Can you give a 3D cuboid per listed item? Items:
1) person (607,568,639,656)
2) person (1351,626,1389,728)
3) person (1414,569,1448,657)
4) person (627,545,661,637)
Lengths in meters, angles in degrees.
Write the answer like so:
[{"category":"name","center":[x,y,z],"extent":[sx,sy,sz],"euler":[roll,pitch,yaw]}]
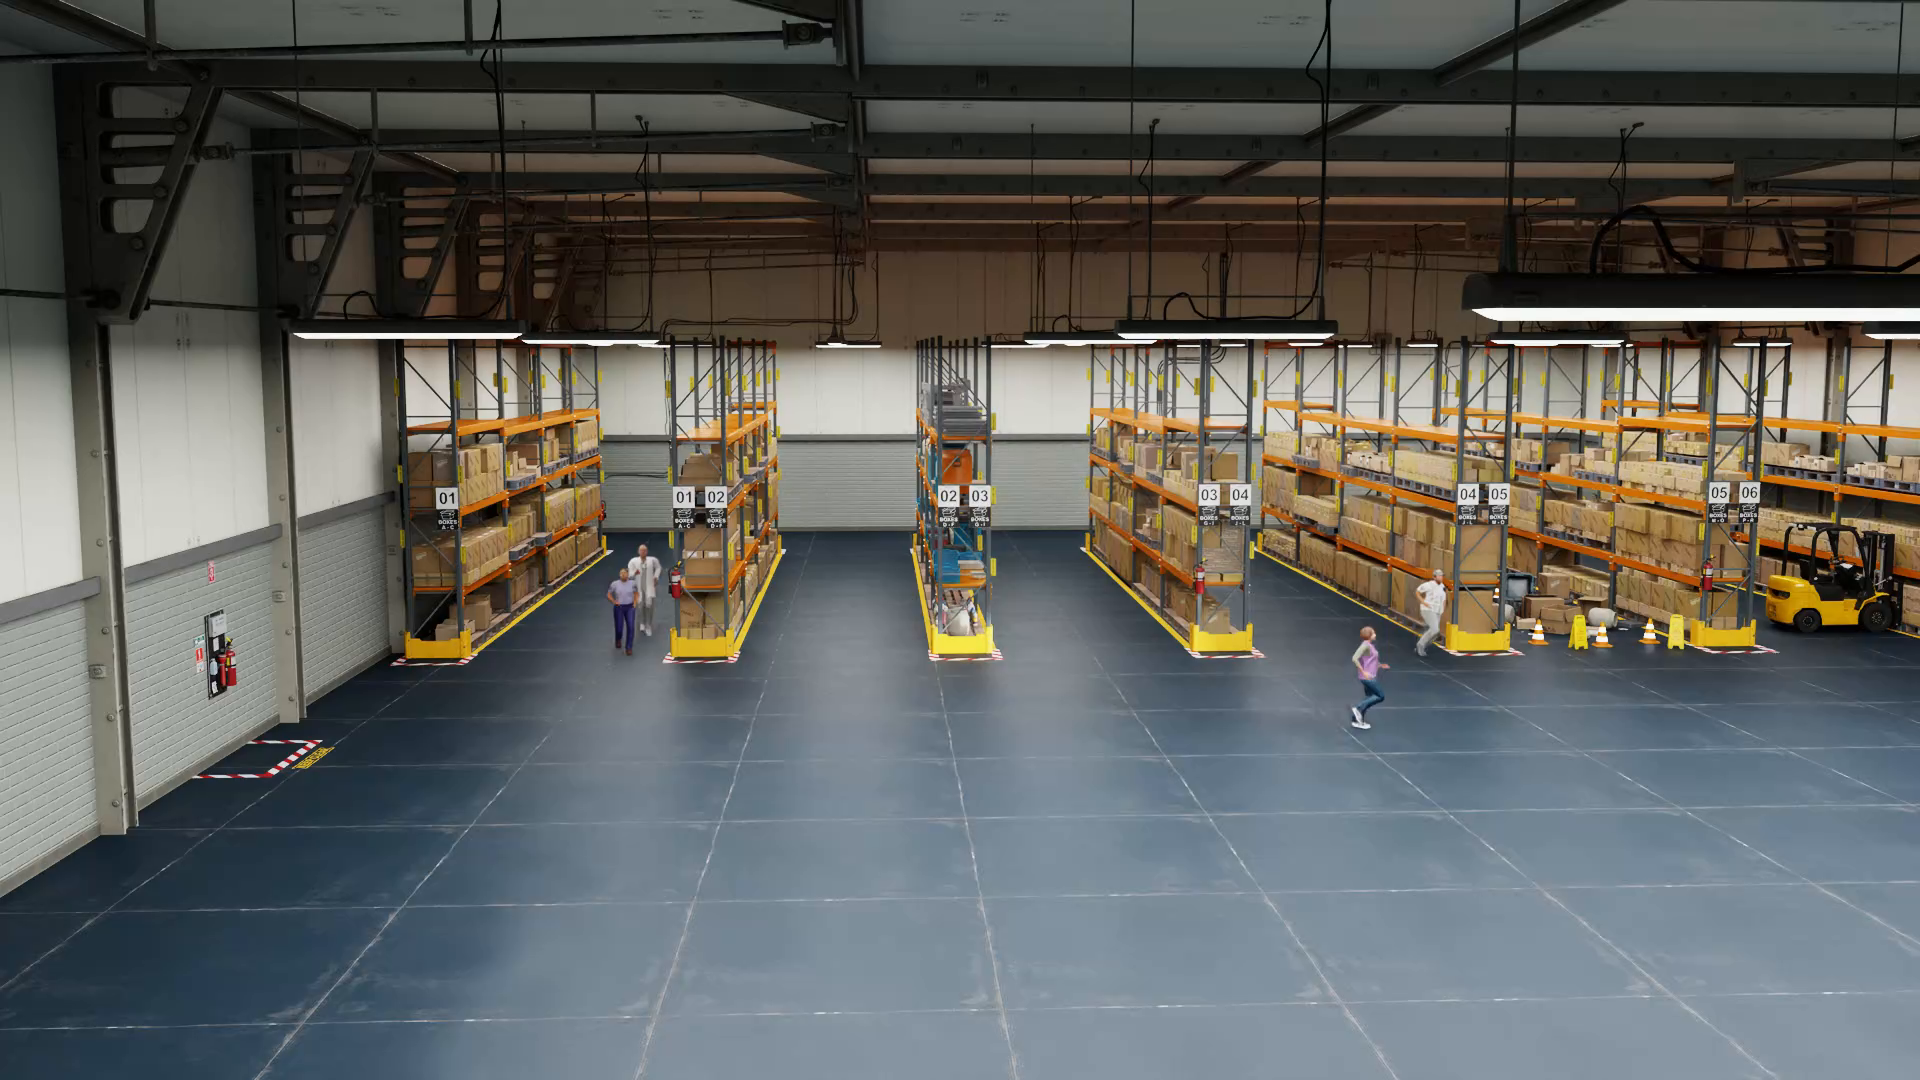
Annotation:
[{"category":"person","center":[-6.382,1.347,31.568],"extent":[0.609,1.656,0.726],"euler":[-2,7,-15]},{"category":"person","center":[6.225,2.087,25.212],"extent":[0.549,1.559,0.522],"euler":[2,7,19]},{"category":"person","center":[8.892,1.364,31.300],"extent":[0.596,1.634,0.589],"euler":[-5,8,-35]},{"category":"person","center":[-6.397,1.010,33.642],"extent":[0.685,1.831,0.831],"euler":[-1,7,-8]}]
